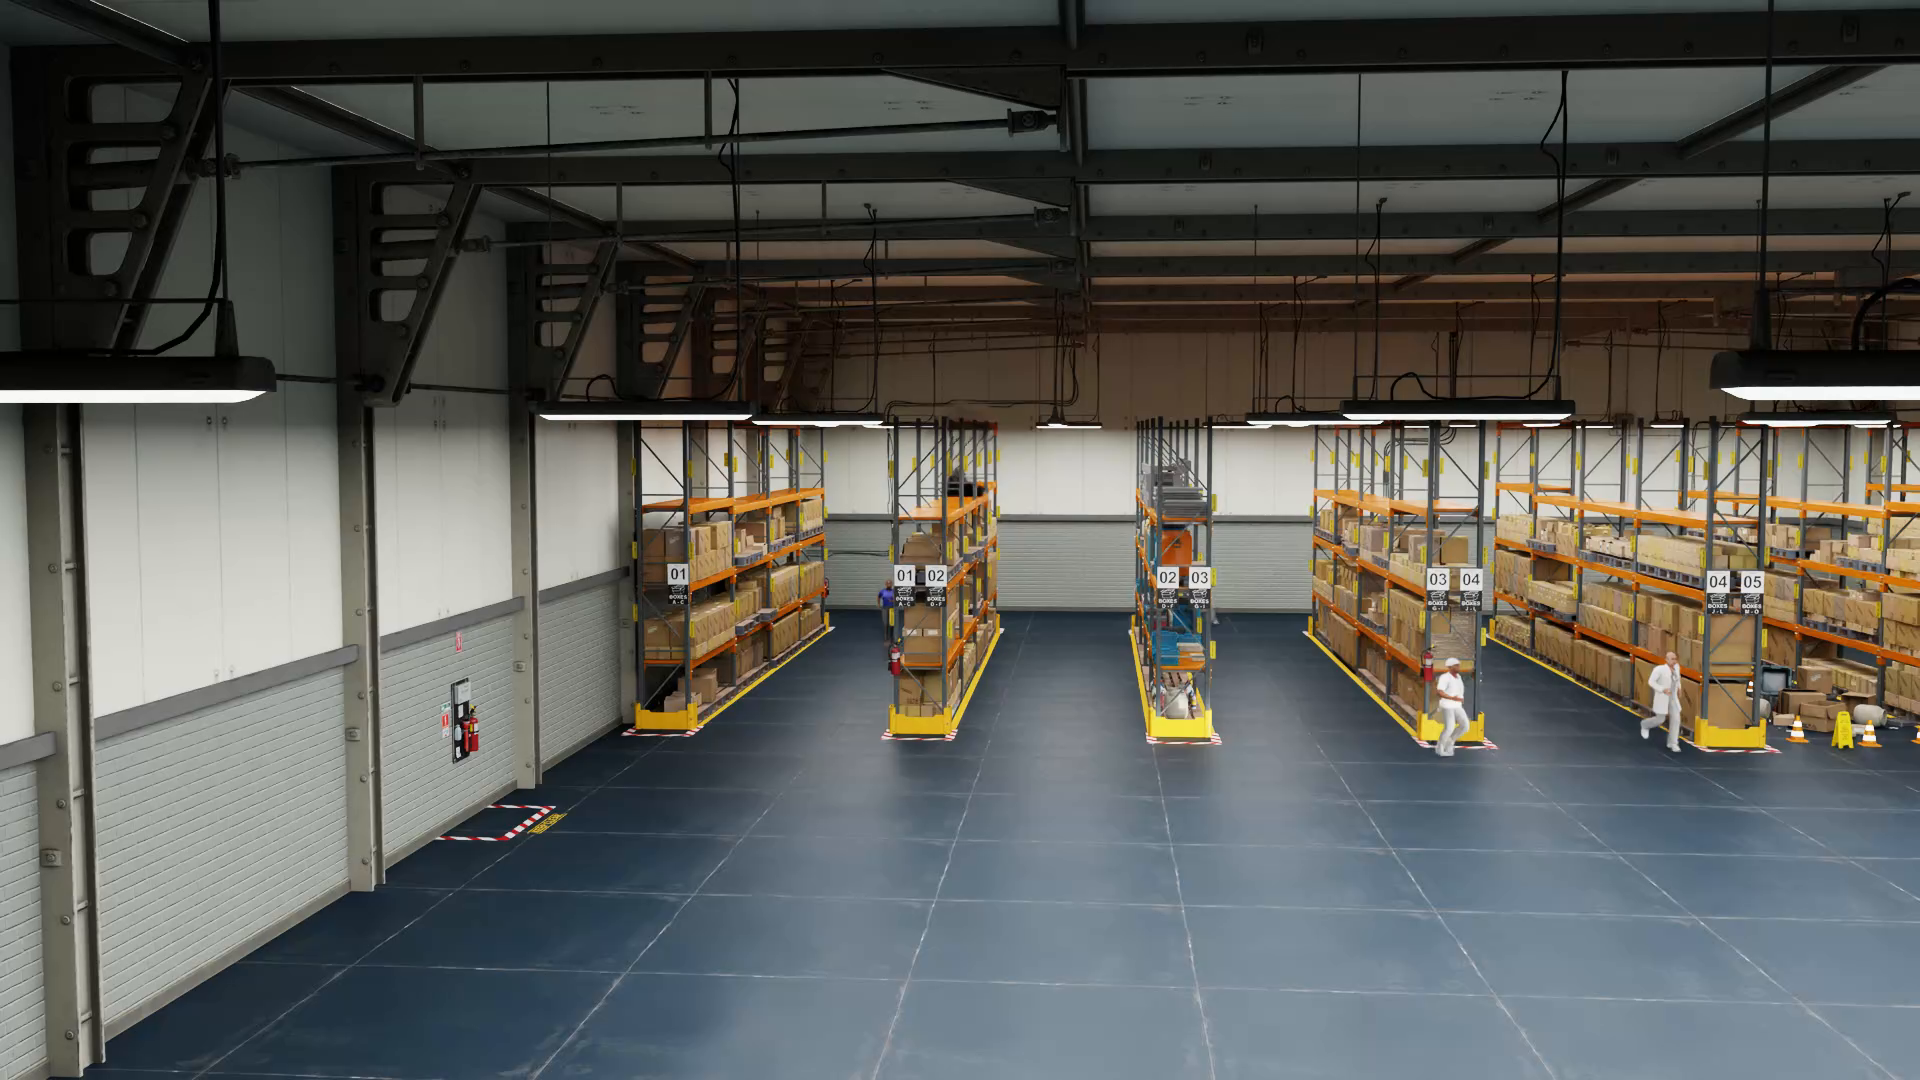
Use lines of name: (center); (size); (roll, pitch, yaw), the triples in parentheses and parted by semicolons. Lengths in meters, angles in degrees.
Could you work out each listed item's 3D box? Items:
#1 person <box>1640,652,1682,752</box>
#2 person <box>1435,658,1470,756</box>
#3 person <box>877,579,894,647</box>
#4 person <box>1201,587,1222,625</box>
person: (12.765, 2.893, 30.143); (0.738, 1.759, 1.050); (-1, 4, -18)
person: (8.694, 2.940, 29.255); (0.698, 1.729, 0.594); (-3, 5, -39)
person: (-1.809, 1.841, 42.100); (0.569, 1.690, 0.860); (0, 4, -4)
person: (7.292, 1.662, 49.548); (1.073, 1.707, 0.545); (1, 4, 21)
